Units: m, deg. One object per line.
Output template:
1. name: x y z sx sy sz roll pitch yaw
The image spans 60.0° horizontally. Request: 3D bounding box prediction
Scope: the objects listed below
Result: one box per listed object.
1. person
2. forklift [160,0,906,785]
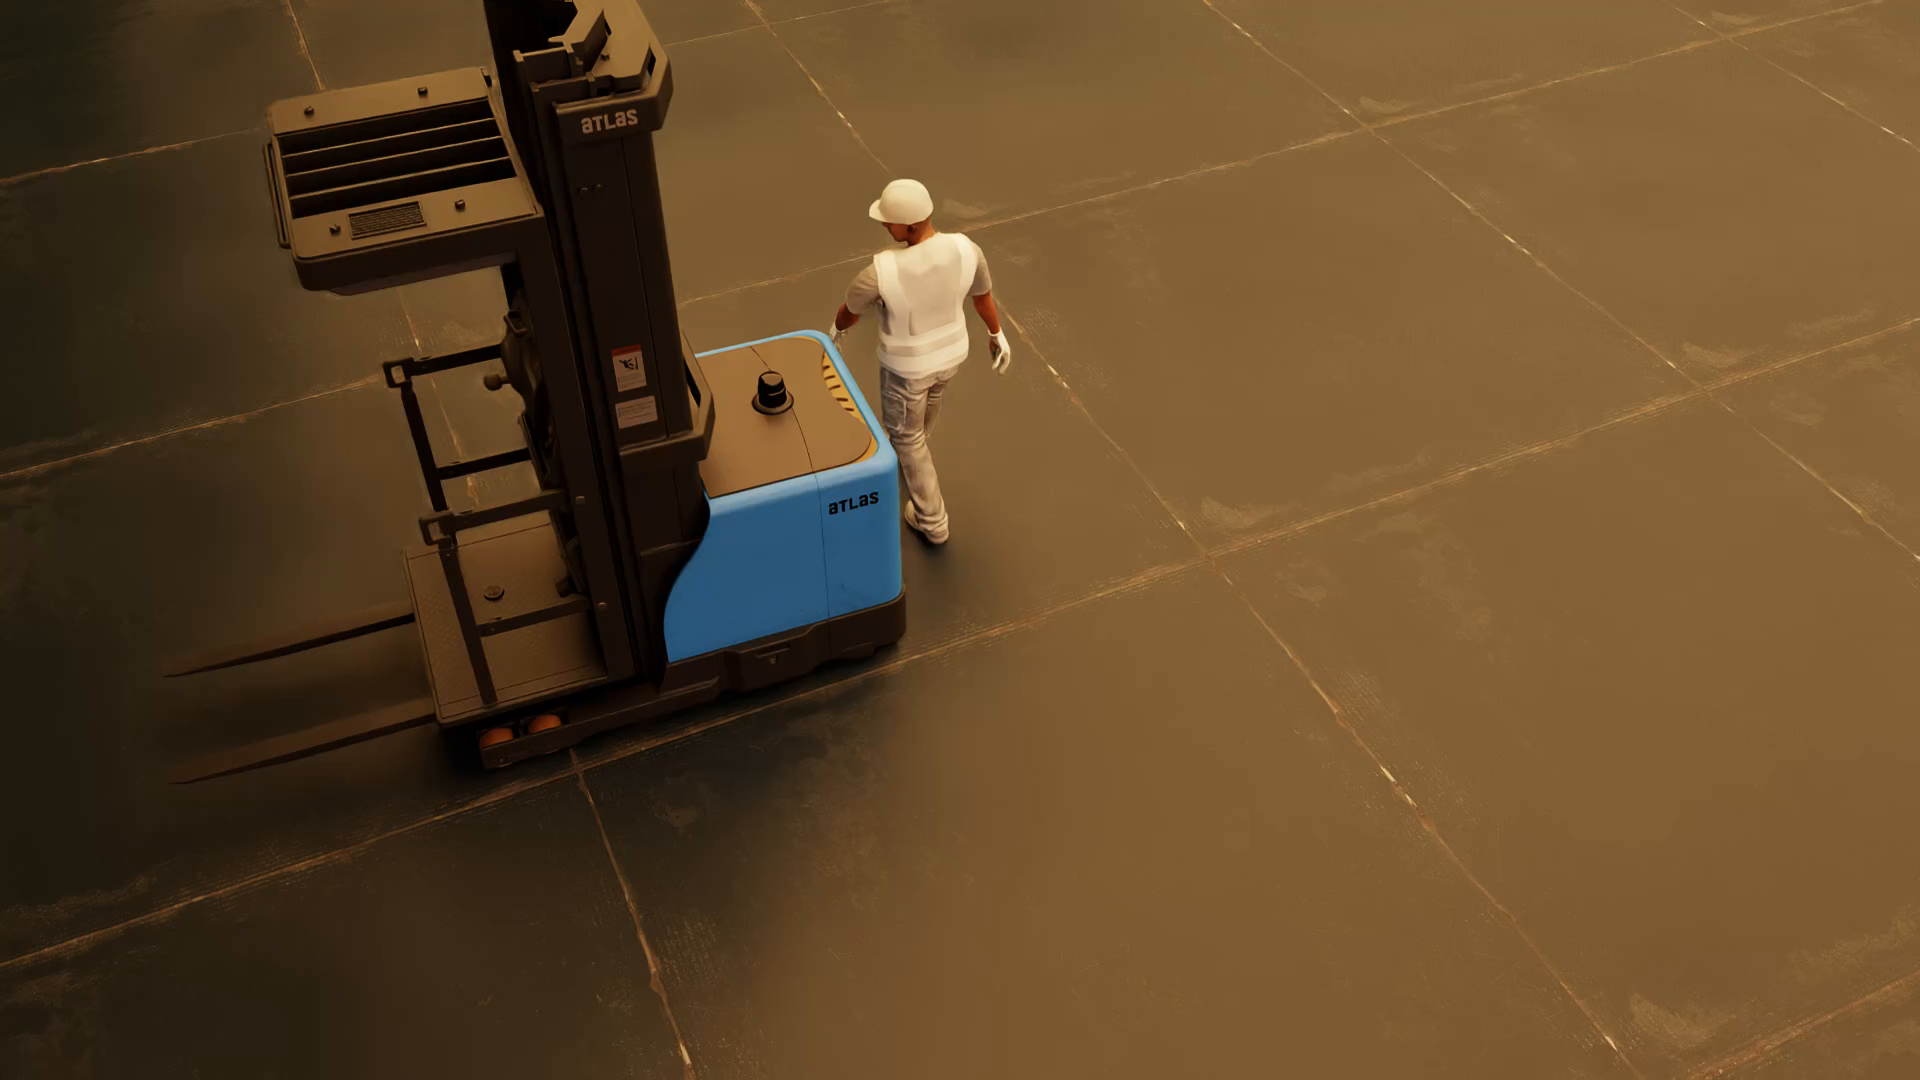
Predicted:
1. person: -0.198 -0.922 7.561 0.723 1.733 0.912 -24 48 -24
2. forklift: -1.805 -0.549 6.269 3.031 2.935 1.130 -15 45 -16
